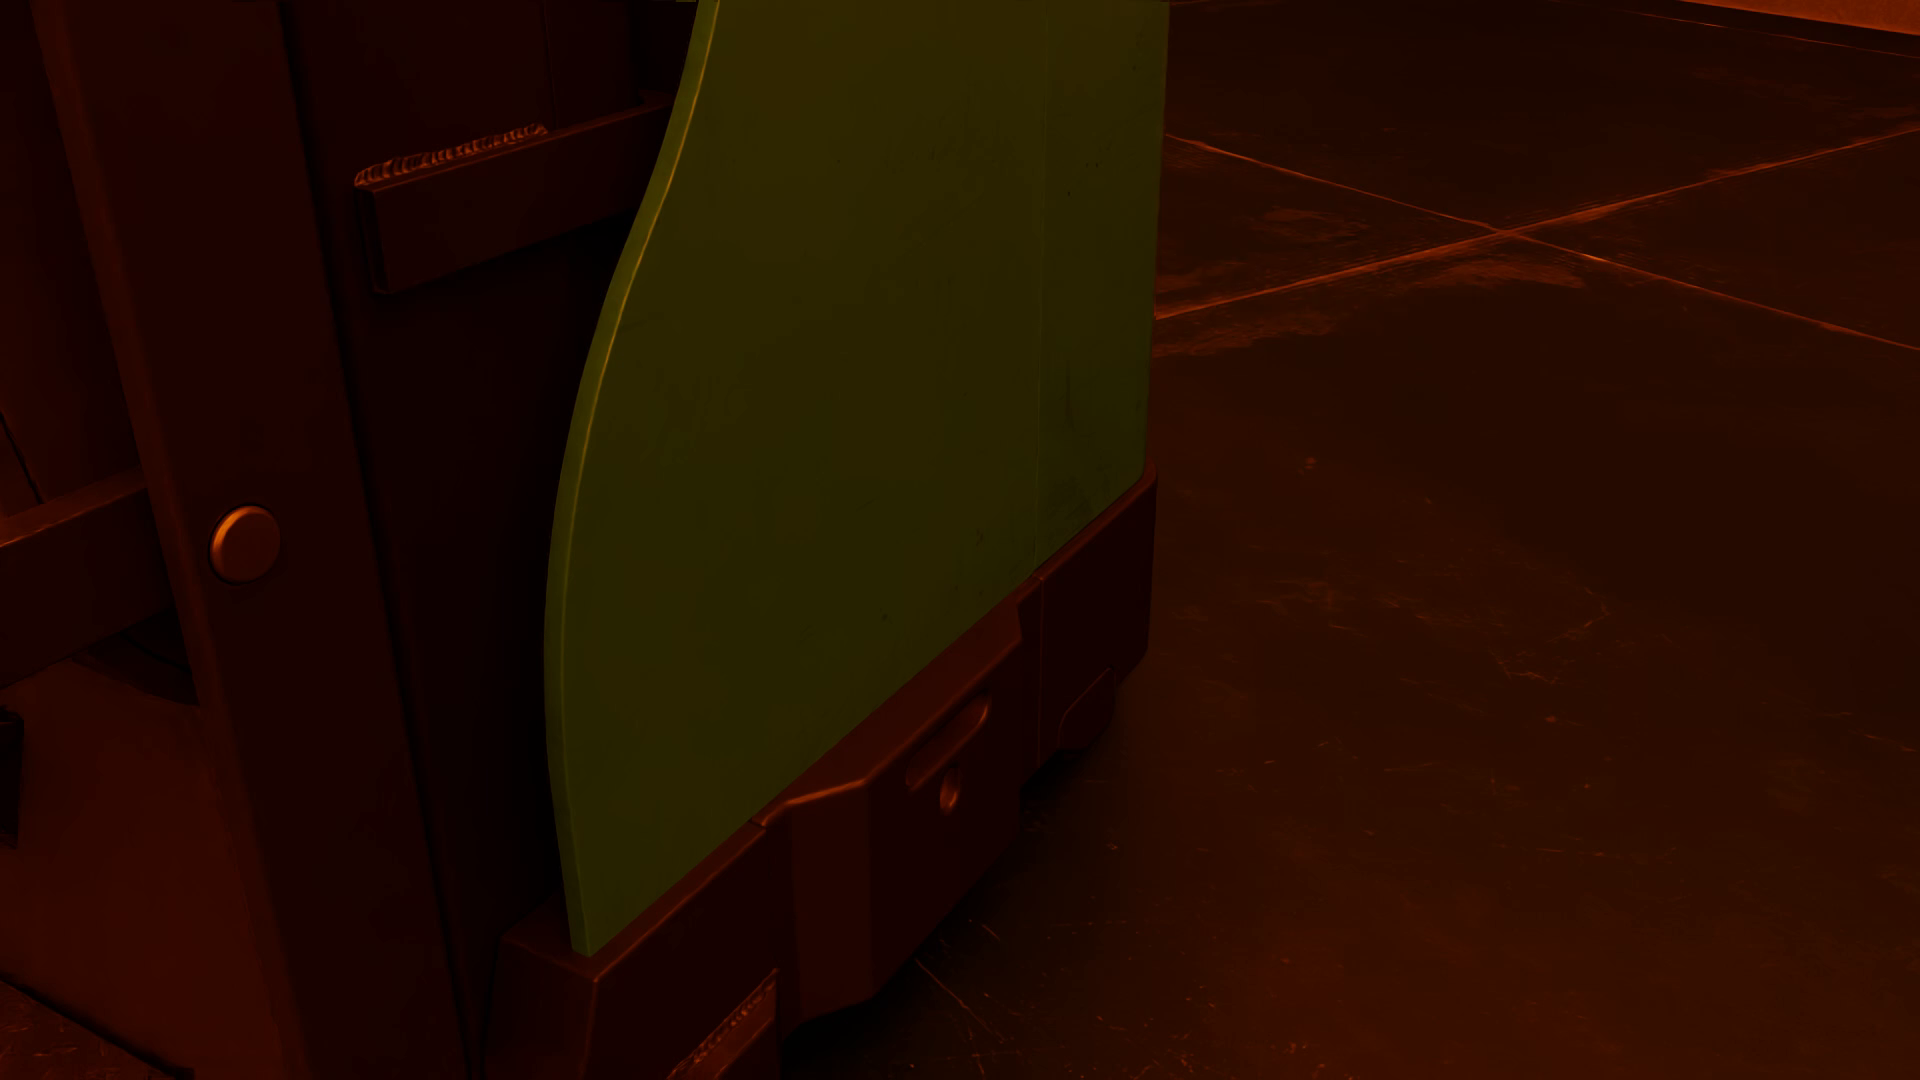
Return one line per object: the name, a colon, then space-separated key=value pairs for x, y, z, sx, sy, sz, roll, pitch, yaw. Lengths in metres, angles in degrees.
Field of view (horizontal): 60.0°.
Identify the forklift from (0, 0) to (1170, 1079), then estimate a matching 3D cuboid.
forklift: x=-0.937 y=-0.667 z=0.561 sx=1.130 sy=2.935 sz=3.031 roll=14 pitch=30 yaw=27
